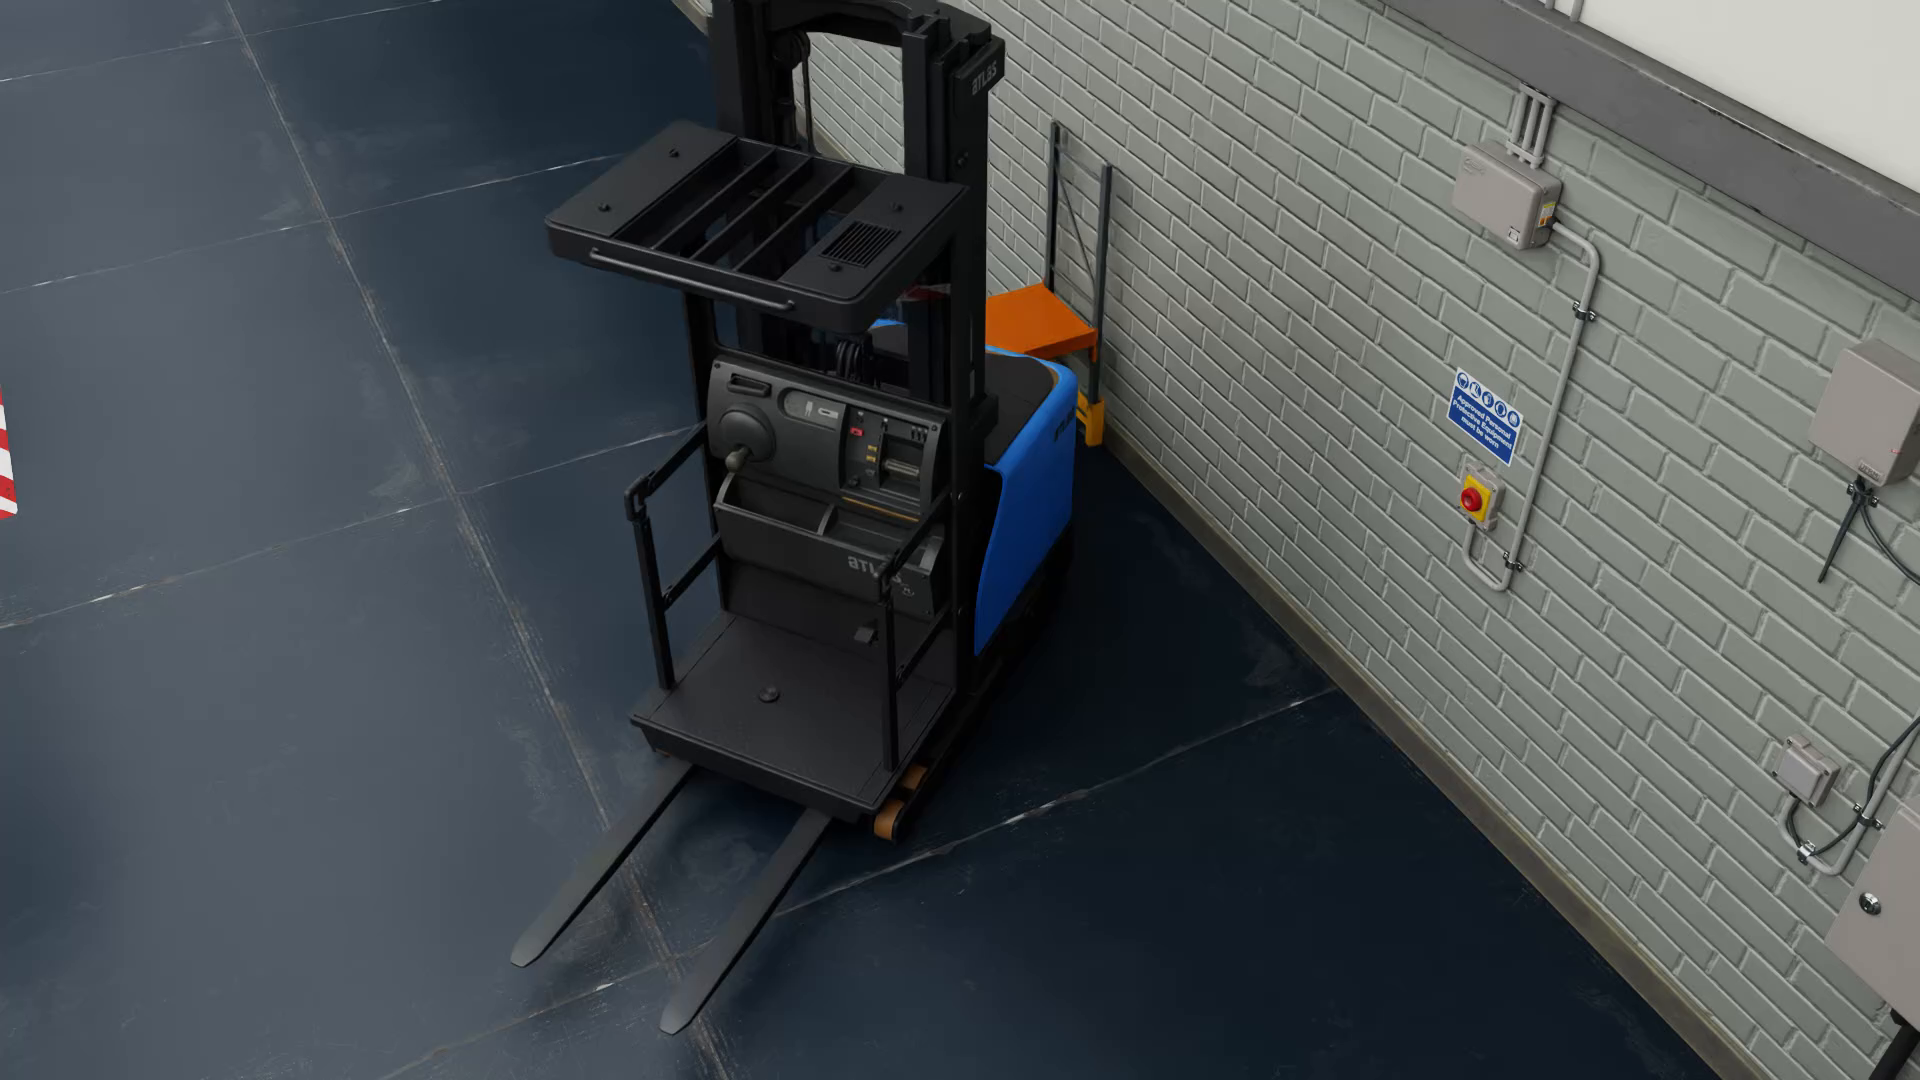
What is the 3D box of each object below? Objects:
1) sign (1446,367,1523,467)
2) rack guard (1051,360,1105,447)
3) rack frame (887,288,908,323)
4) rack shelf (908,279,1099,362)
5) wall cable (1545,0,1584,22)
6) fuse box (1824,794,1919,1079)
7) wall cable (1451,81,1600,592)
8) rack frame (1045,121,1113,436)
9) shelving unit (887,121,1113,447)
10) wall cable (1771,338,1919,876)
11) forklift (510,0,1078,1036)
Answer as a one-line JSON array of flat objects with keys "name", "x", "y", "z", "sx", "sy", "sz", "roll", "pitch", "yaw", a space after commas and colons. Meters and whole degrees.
[{"name": "sign", "x": 1.798, "y": -0.424, "z": 5.709, "sx": 0.001, "sy": 0.218, "sz": 0.327, "roll": -19, "pitch": 44, "yaw": -21}, {"name": "rack guard", "x": 0.546, "y": -0.733, "z": 8.391, "sx": 0.087, "sy": 0.250, "sz": 0.587, "roll": -18, "pitch": 43, "yaw": -21}, {"name": "rack frame", "x": -0.355, "y": -0.916, "z": 7.631, "sx": 0.032, "sy": 1.500, "sz": 0.500, "roll": -18, "pitch": 43, "yaw": -21}, {"name": "rack shelf", "x": 0.096, "y": -0.927, "z": 7.927, "sx": 1.000, "sy": 0.185, "sz": 0.538, "roll": -18, "pitch": 43, "yaw": -21}, {"name": "wall cable", "x": 1.691, "y": -2.727, "z": 3.996, "sx": 0.029, "sy": 3.000, "sz": 0.463, "roll": -19, "pitch": 44, "yaw": -21}, {"name": "fuse box", "x": 2.607, "y": 1.464, "z": 4.685, "sx": 0.414, "sy": 1.711, "sz": 0.539, "roll": -19, "pitch": 44, "yaw": -21}, {"name": "wall cable", "x": 1.766, "y": -0.674, "z": 5.403, "sx": 0.123, "sy": 1.953, "sz": 0.585, "roll": -19, "pitch": 44, "yaw": -21}, {"name": "rack frame", "x": 0.547, "y": -1.215, "z": 7.993, "sx": 0.032, "sy": 1.500, "sz": 0.500, "roll": -18, "pitch": 43, "yaw": -21}, {"name": "shelving unit", "x": 0.104, "y": -1.068, "z": 7.815, "sx": 1.083, "sy": 1.500, "sz": 0.587, "roll": -18, "pitch": 43, "yaw": -21}, {"name": "wall cable", "x": 2.431, "y": 0.147, "z": 4.457, "sx": 0.122, "sy": 1.984, "sz": 0.588, "roll": -19, "pitch": 44, "yaw": -21}, {"name": "forklift", "x": -0.586, "y": -0.293, "z": 5.817, "sx": 1.130, "sy": 2.935, "sz": 3.031, "roll": 17, "pitch": 43, "yaw": 19}]
